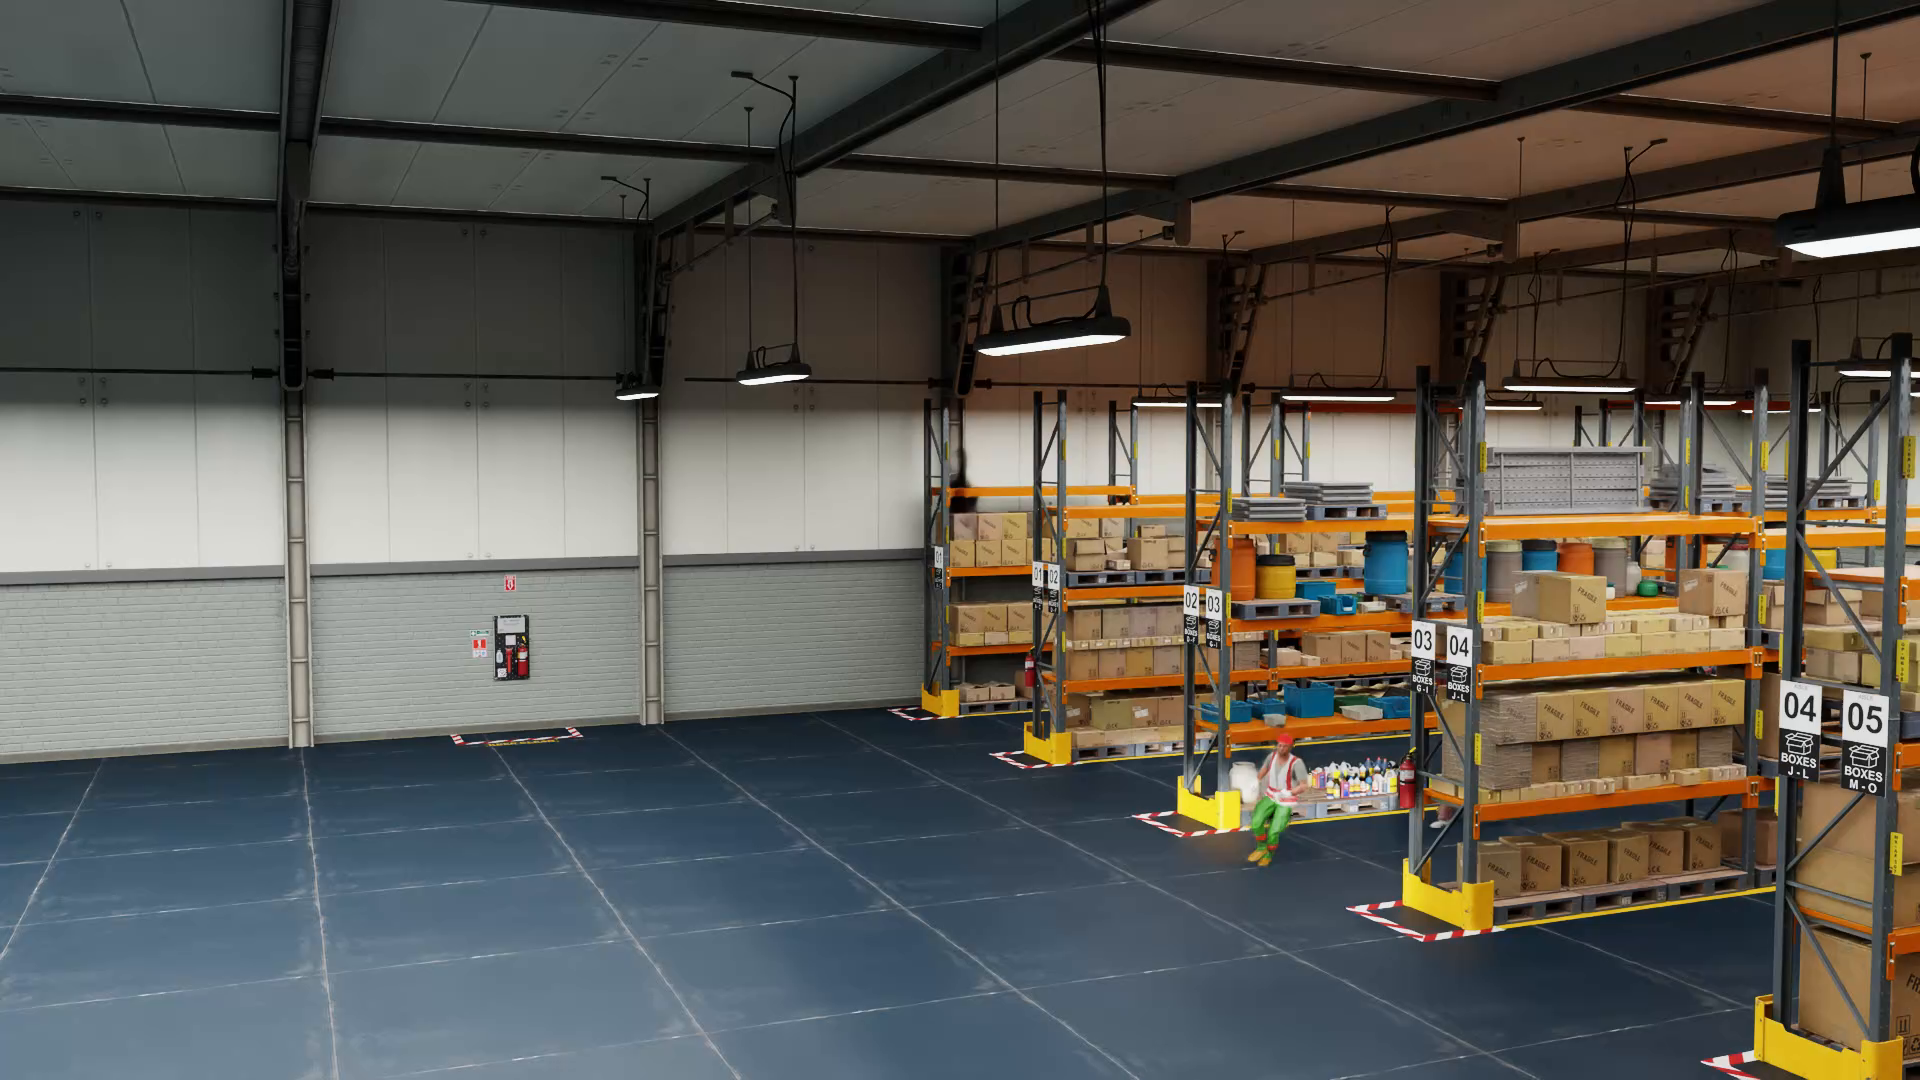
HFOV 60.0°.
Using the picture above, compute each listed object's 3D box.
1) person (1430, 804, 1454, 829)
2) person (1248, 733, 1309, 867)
[{"bbox_3d":[6.785,3.052,22.085,0.898,1.611,0.610,-1,4,-18],"label":"person"},{"bbox_3d":[3.797,3.146,20.042,0.847,1.685,0.703,2,4,29],"label":"person"}]
